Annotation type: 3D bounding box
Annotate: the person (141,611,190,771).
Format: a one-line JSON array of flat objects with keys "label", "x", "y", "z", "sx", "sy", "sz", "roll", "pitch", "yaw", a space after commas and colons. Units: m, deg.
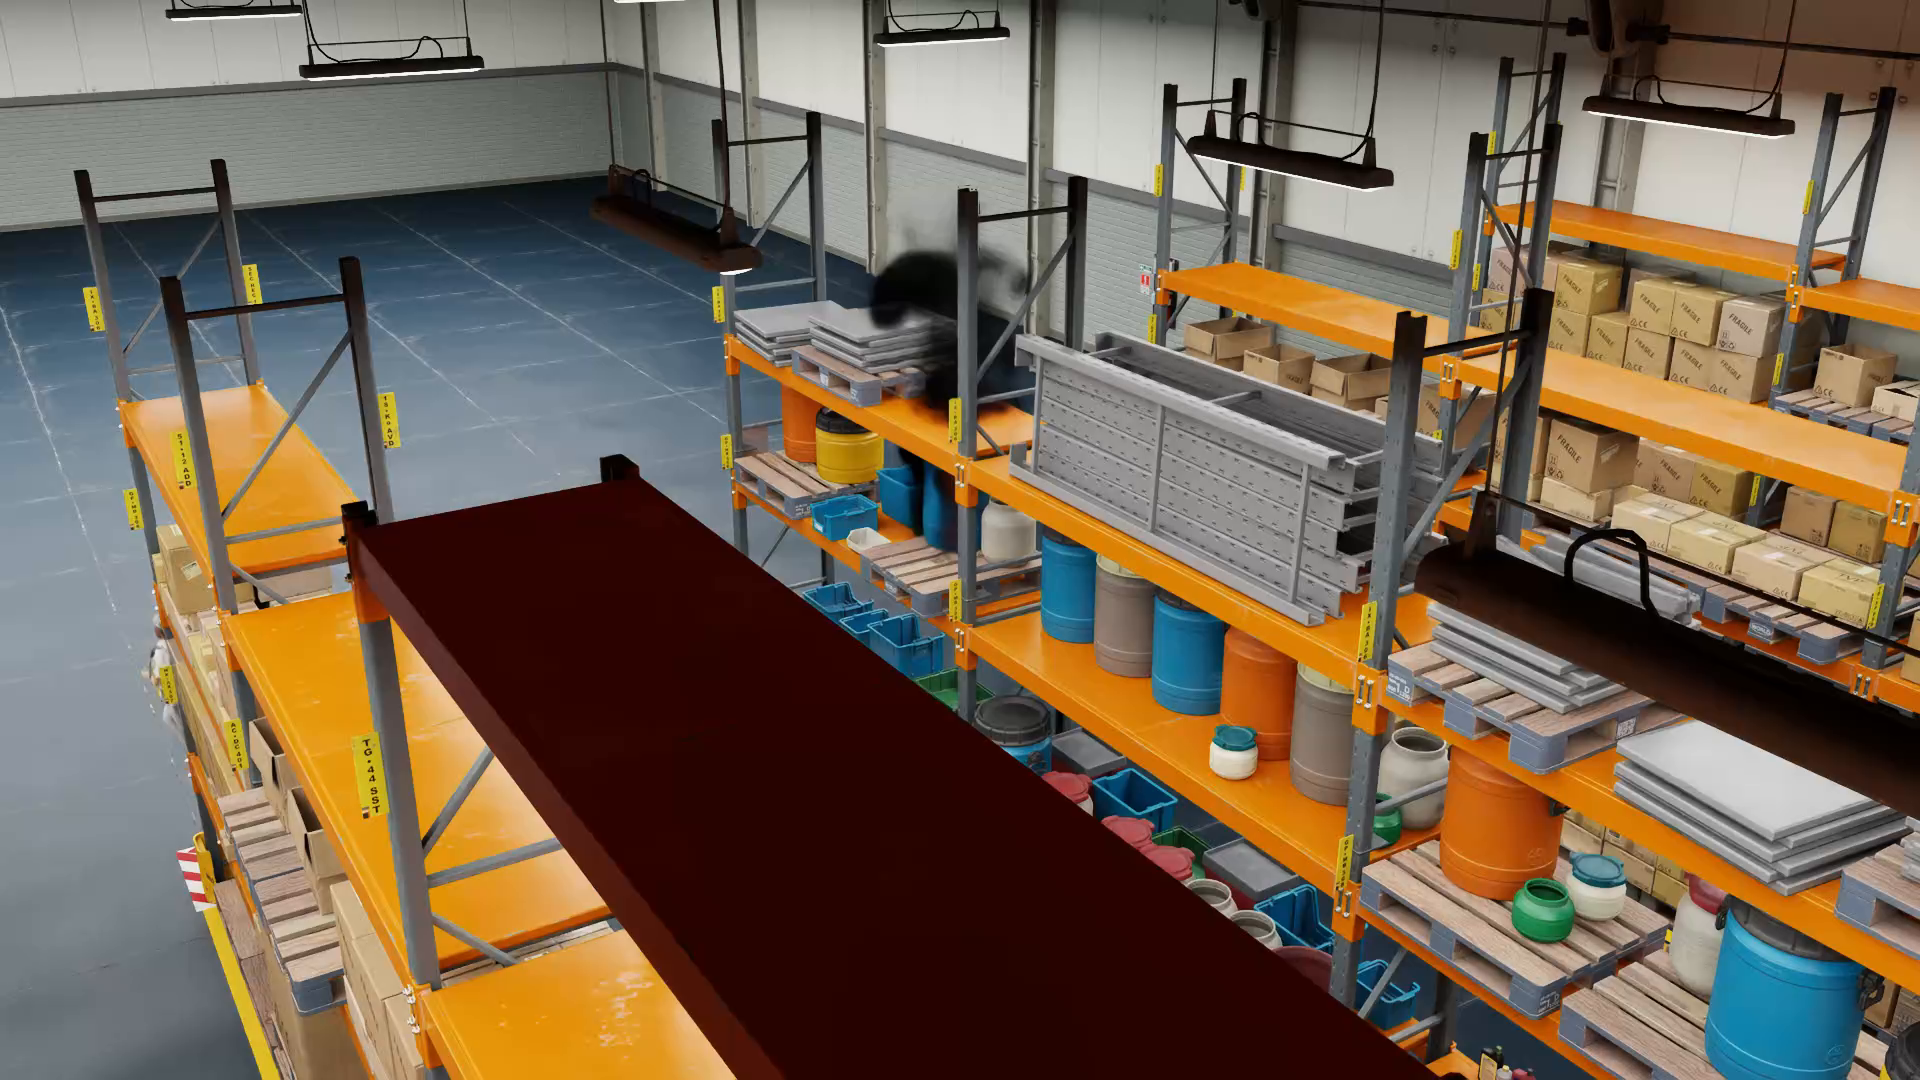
[{"label": "person", "x": -7.260, "y": 1.458, "z": 15.516, "sx": 0.703, "sy": 1.715, "sz": 0.550, "roll": 3, "pitch": 22, "yaw": 8}]
